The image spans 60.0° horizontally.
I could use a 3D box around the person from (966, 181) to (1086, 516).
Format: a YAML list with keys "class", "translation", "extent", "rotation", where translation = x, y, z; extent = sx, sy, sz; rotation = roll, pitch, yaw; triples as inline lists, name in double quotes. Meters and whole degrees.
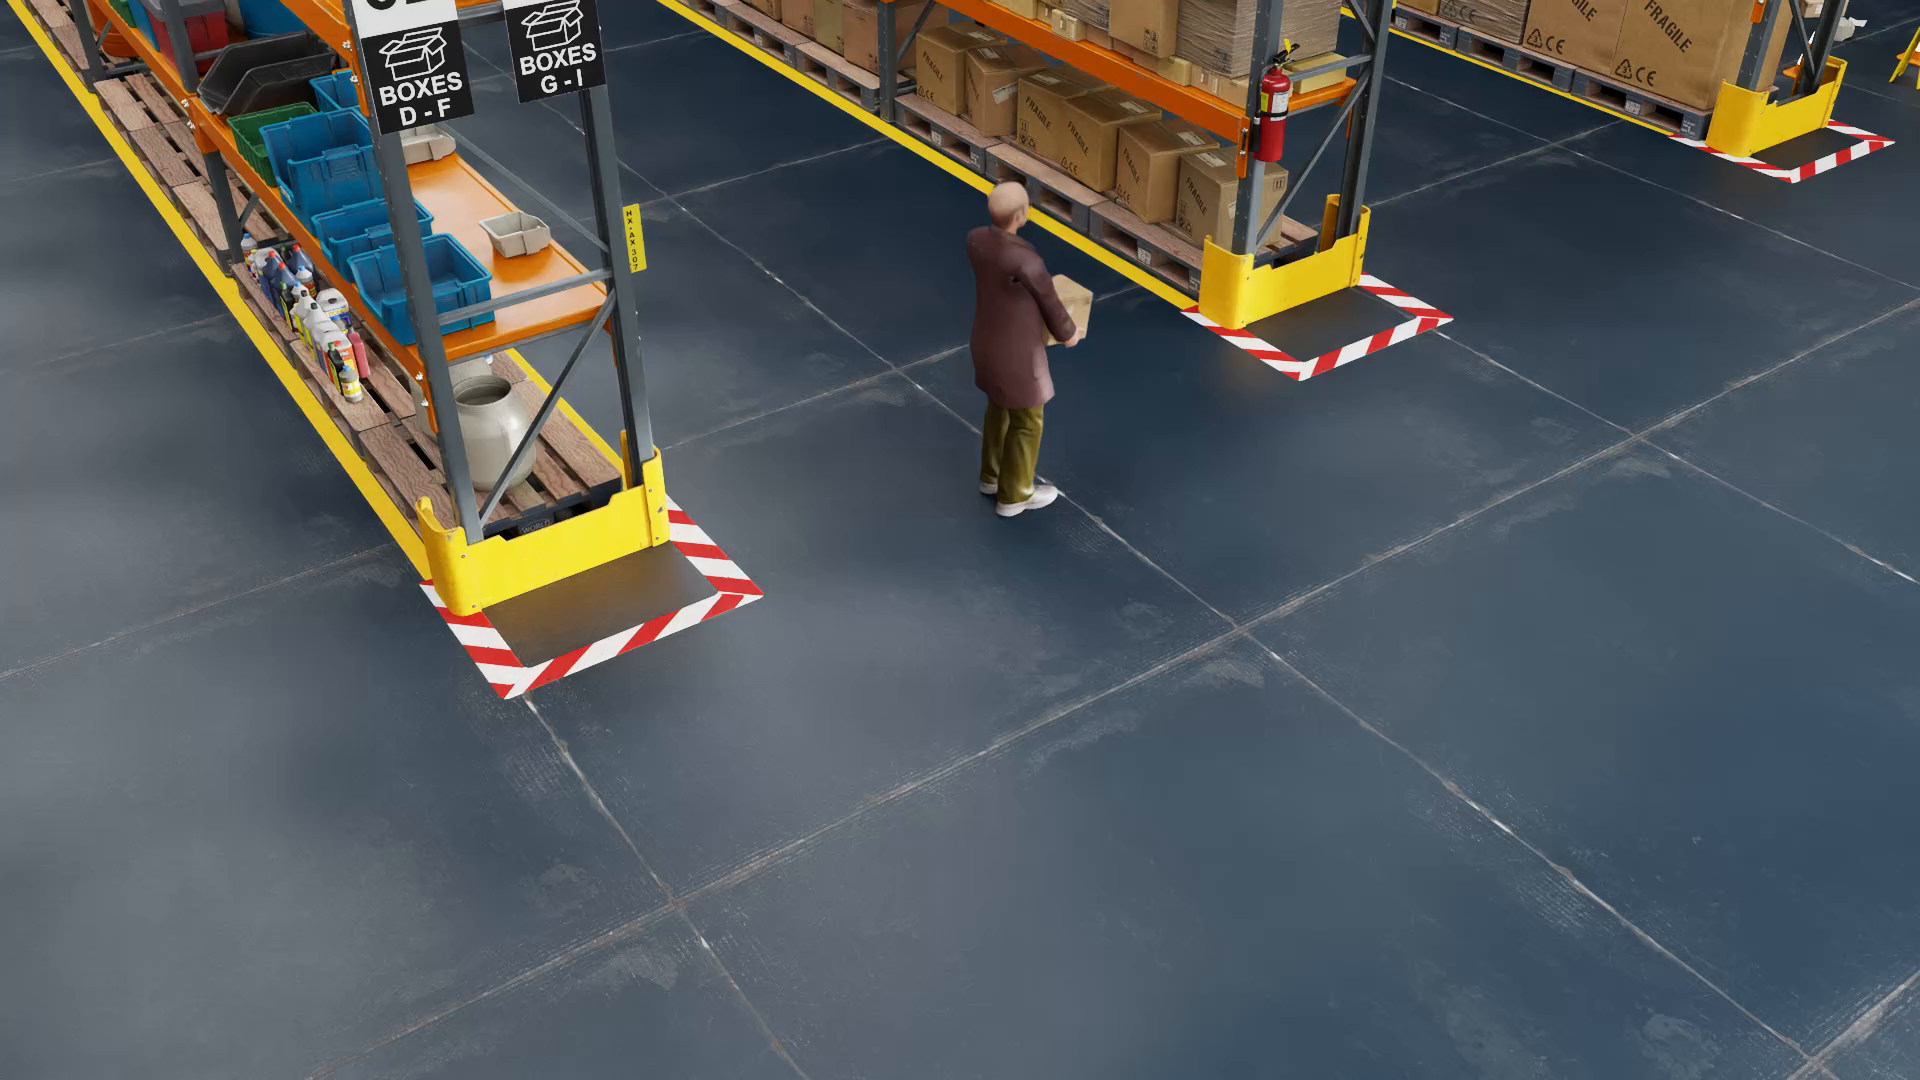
- class: "person"
  translation: [0.329, -0.990, 8.388]
  extent: [0.559, 1.780, 0.527]
  rotation: [-23, 42, -28]
